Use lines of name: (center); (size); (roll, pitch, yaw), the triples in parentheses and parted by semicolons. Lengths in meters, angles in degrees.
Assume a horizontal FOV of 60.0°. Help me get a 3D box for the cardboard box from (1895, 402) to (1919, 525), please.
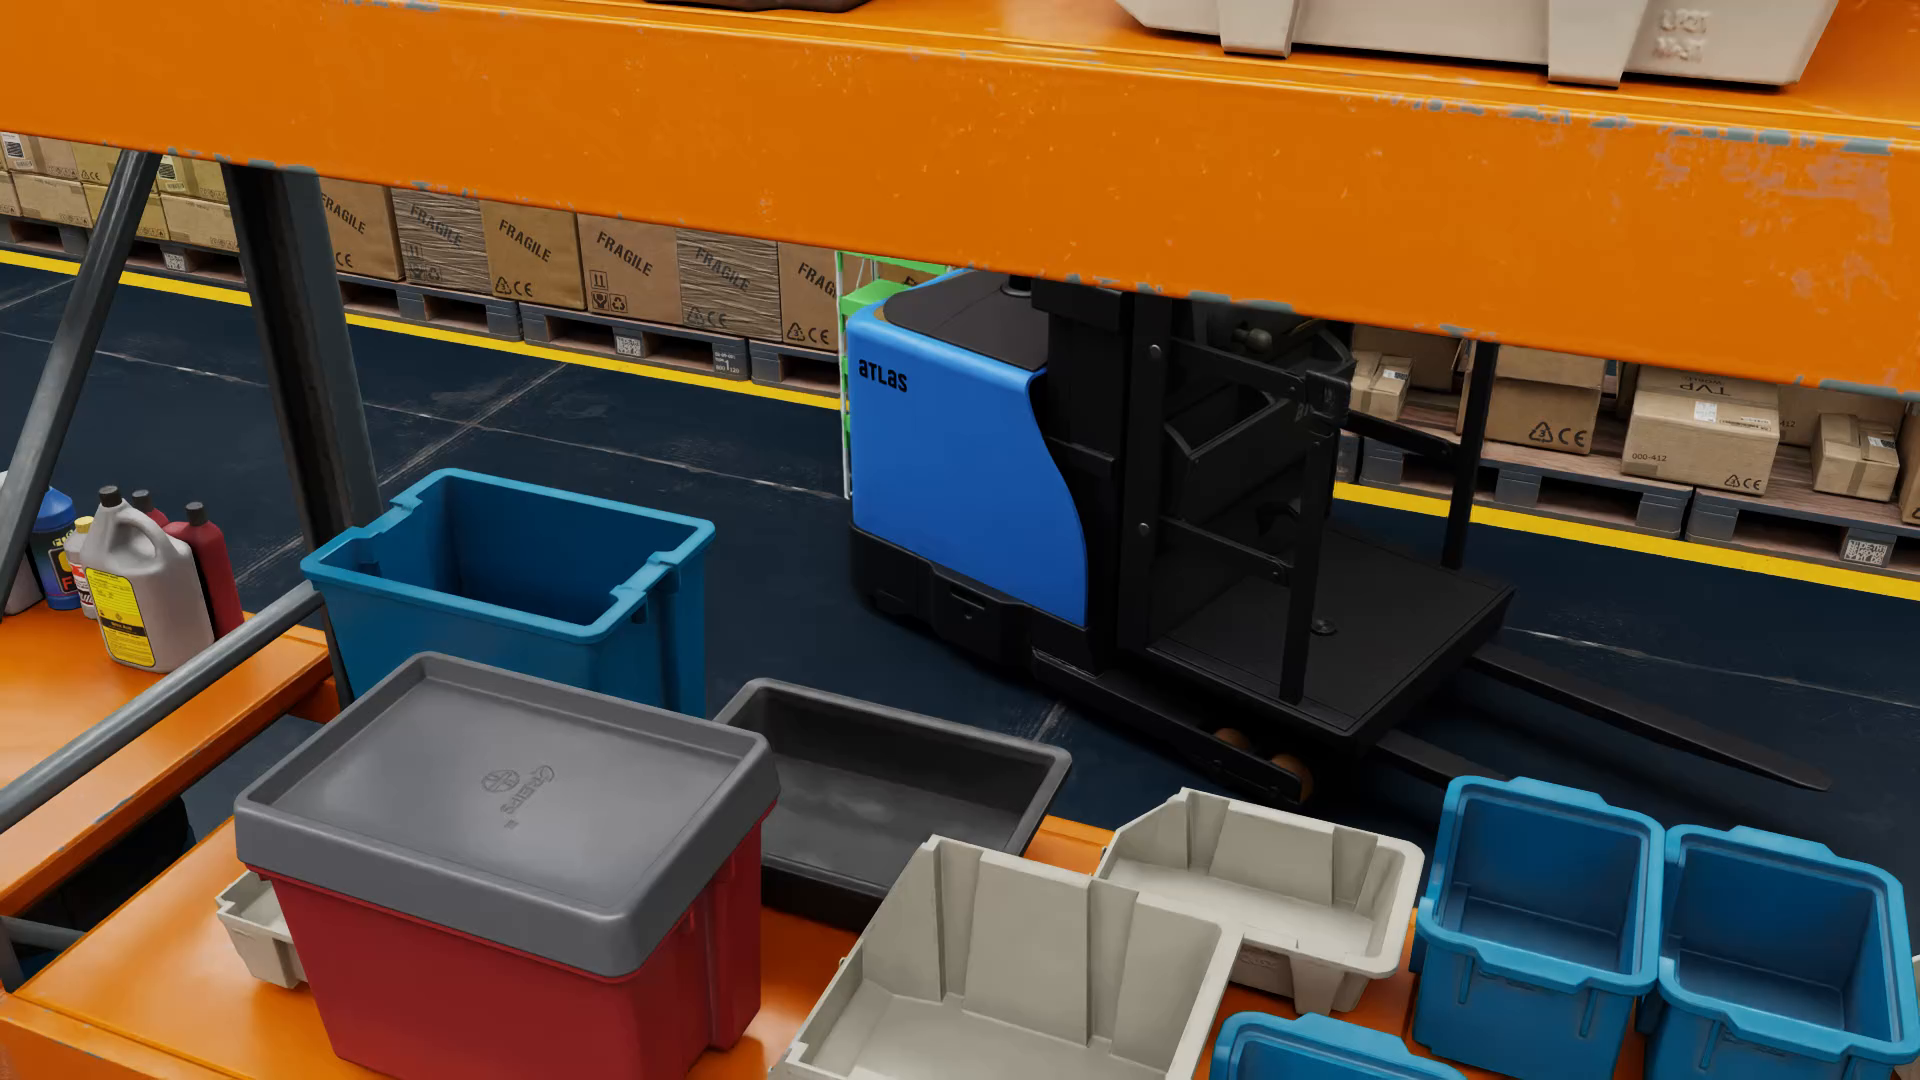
cardboard box: (3.672, -0.346, 5.908); (0.500, 0.500, 0.500); (11, 31, 19)

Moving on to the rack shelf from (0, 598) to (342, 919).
rack shelf: (-3.157, 0.206, 3.568); (4.000, 0.370, 1.077); (11, 31, 19)

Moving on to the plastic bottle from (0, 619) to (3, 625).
plastic bottle: (-1.958, 0.083, 3.257); (0.097, 0.201, 0.097); (0, 29, 0)

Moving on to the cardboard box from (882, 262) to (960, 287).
cardboard box: (-0.003, -1.059, 7.168); (0.500, 0.500, 0.500); (11, 31, 19)

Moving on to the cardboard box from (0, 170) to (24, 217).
cardboard box: (-5.145, -1.989, 9.088); (0.500, 0.250, 0.500); (12, 32, 20)

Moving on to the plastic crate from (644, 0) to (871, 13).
plastic crate: (-0.256, -0.631, 1.403); (0.590, 0.269, 0.497); (11, 31, 19)

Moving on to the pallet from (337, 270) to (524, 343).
pallet: (-2.467, -1.365, 8.451); (1.213, 0.211, 1.003); (11, 31, 19)

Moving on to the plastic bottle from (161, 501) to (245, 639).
plastic bottle: (-1.483, 0.051, 3.229); (0.133, 0.283, 0.061); (11, 31, 19)

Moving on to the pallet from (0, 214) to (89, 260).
pallet: (-5.019, -1.917, 9.428); (1.213, 0.211, 1.003); (11, 31, 19)

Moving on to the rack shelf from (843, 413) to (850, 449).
rack shelf: (-0.179, -0.405, 6.365); (0.480, 0.148, 0.258); (18, 34, 29)

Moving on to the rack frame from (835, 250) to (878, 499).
rack frame: (-0.383, -0.736, 6.332); (0.015, 1.200, 0.240); (18, 34, 29)

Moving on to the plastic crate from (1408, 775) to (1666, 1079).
plastic crate: (0.800, 0.555, 2.329); (0.300, 0.233, 0.416); (11, 31, 19)

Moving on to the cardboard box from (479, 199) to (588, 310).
cardboard box: (-1.880, -1.434, 7.832); (0.500, 0.500, 0.500); (11, 31, 18)

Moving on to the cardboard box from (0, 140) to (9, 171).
cardboard box: (-5.137, -2.231, 8.946); (0.500, 0.311, 0.500); (12, 32, 20)

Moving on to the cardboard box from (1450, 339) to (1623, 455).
cardboard box: (2.305, -0.754, 6.626); (0.637, 0.503, 0.797); (11, 31, 19)

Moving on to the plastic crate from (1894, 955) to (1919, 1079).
plastic crate: (1.403, 0.673, 2.217); (0.298, 0.136, 0.250); (11, 31, 19)

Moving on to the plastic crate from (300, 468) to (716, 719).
plastic crate: (-0.743, 0.175, 2.848); (0.575, 0.384, 0.392); (11, 31, 19)

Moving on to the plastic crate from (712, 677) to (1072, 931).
plastic crate: (-0.165, 0.441, 2.640); (0.590, 0.125, 0.437); (11, 31, 19)

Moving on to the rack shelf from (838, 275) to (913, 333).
rack shelf: (-0.179, -0.823, 6.129); (0.480, 0.148, 0.258); (18, 34, 29)

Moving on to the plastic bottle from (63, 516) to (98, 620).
plastic bottle: (-1.720, 0.049, 3.316); (0.097, 0.201, 0.097); (0, 29, 0)

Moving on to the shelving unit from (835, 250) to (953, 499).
shelving unit: (-0.179, -0.670, 6.216); (0.503, 1.200, 0.258); (18, 34, 29)

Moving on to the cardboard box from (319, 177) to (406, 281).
cardboard box: (-2.830, -1.624, 8.167); (0.500, 0.500, 0.500); (13, 32, 21)

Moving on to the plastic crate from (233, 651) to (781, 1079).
plastic crate: (-0.571, 0.489, 2.211); (0.583, 0.464, 0.402); (11, 31, 19)

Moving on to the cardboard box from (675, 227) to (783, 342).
cardboard box: (-0.922, -1.247, 7.501); (0.500, 0.500, 0.500); (12, 32, 20)

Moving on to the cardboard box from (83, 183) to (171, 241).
cardboard box: (-4.203, -1.800, 8.755); (0.500, 0.250, 0.500); (11, 31, 19)

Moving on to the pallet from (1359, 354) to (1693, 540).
pallet: (2.333, -0.428, 6.794); (1.213, 0.211, 1.003); (11, 31, 19)

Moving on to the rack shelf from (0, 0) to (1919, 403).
rack shelf: (0.550, -0.360, 1.521); (4.000, 0.370, 1.077); (11, 31, 19)

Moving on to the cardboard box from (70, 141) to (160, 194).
cardboard box: (-4.206, -2.043, 8.613); (0.500, 0.311, 0.500); (11, 31, 18)

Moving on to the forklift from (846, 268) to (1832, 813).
forklift: (1.059, -0.777, 4.646); (3.031, 2.935, 1.130); (23, 37, 35)

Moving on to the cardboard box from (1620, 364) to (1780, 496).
cardboard box: (2.803, -0.427, 6.304); (0.500, 0.250, 0.500); (11, 31, 19)

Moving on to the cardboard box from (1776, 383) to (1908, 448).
cardboard box: (3.408, -0.572, 6.560); (0.500, 0.250, 0.500); (11, 31, 19)

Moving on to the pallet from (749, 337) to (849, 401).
pallet: (-0.206, -0.914, 7.653); (1.213, 0.211, 1.003); (11, 31, 19)

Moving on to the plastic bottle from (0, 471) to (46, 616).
plastic bottle: (-1.928, -0.010, 3.345); (0.135, 0.276, 0.152); (11, 31, 19)
